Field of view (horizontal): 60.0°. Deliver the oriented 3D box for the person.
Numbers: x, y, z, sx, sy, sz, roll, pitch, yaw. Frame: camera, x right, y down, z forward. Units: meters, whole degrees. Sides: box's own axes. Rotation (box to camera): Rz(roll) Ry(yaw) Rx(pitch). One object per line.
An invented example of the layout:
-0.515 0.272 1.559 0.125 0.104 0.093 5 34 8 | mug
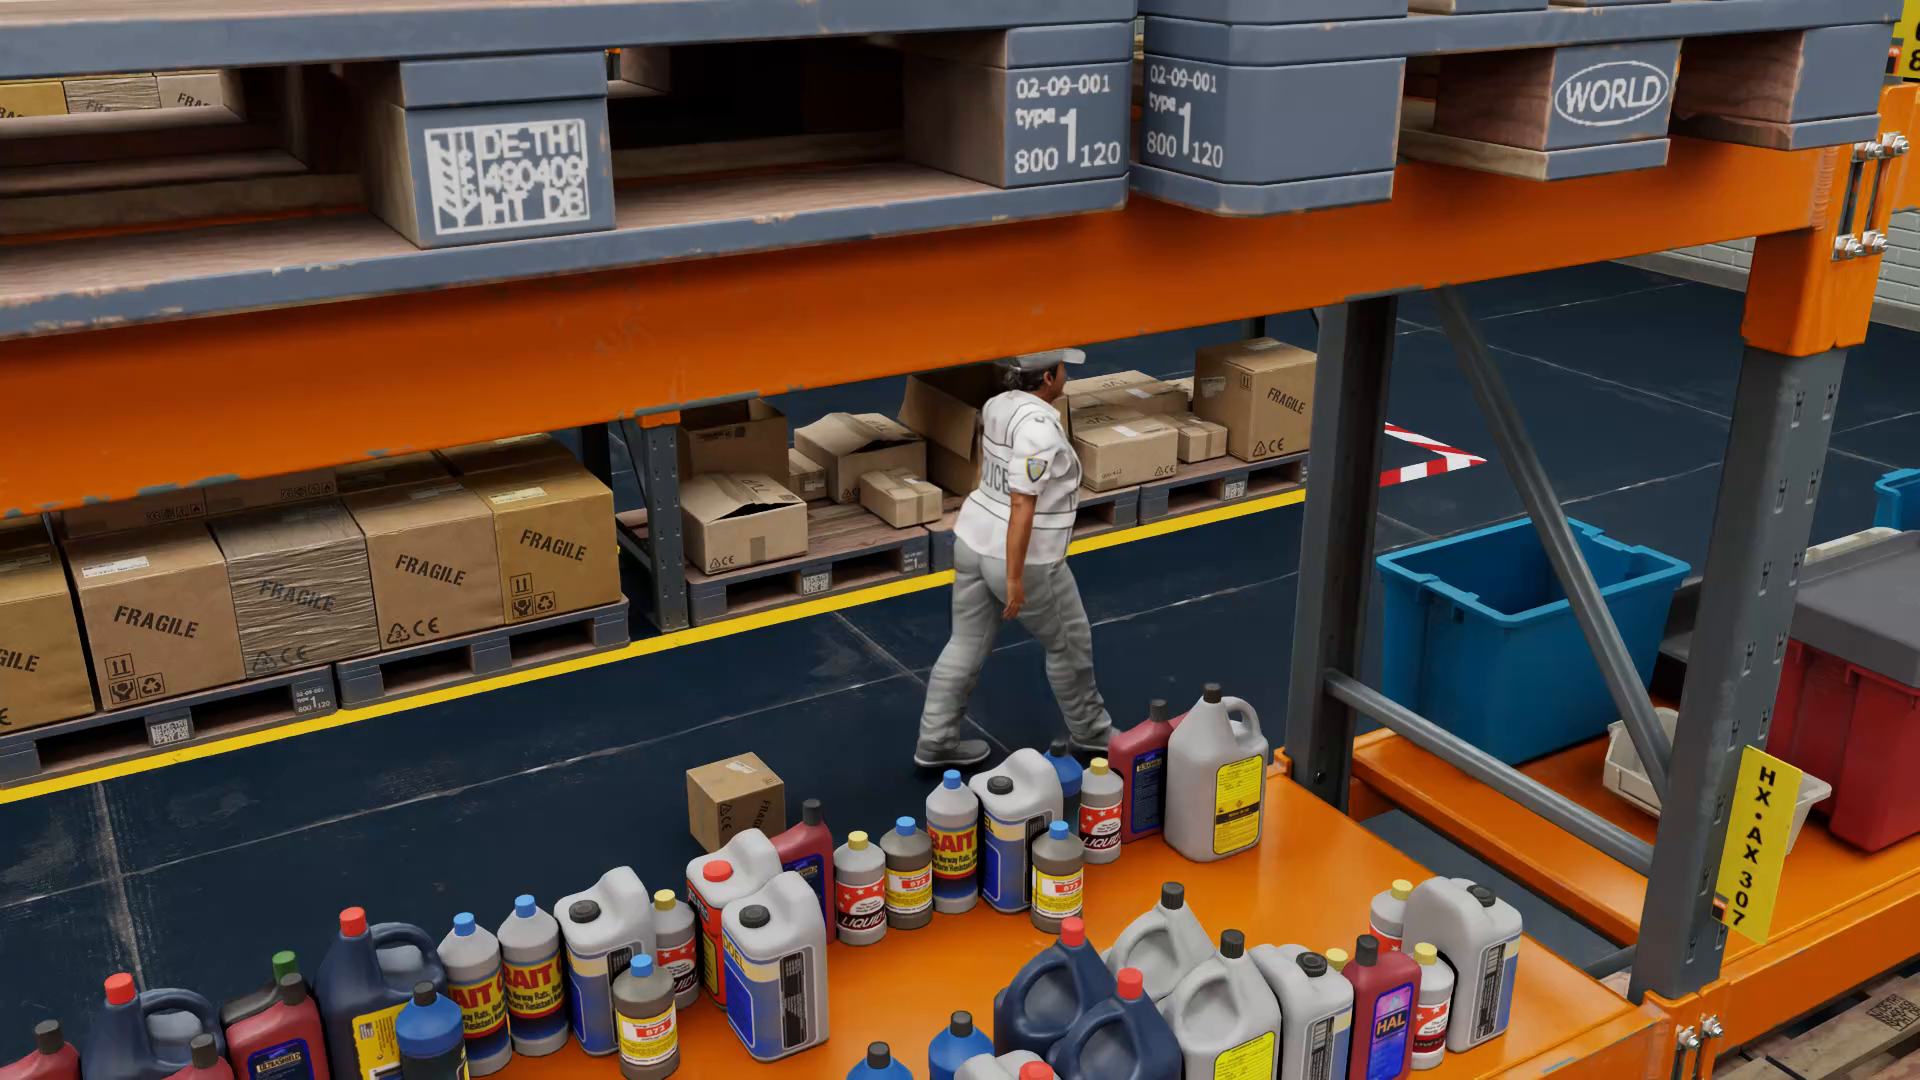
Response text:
0.237 0.039 5.987 0.865 1.627 0.505 -11 24 -26 | person
